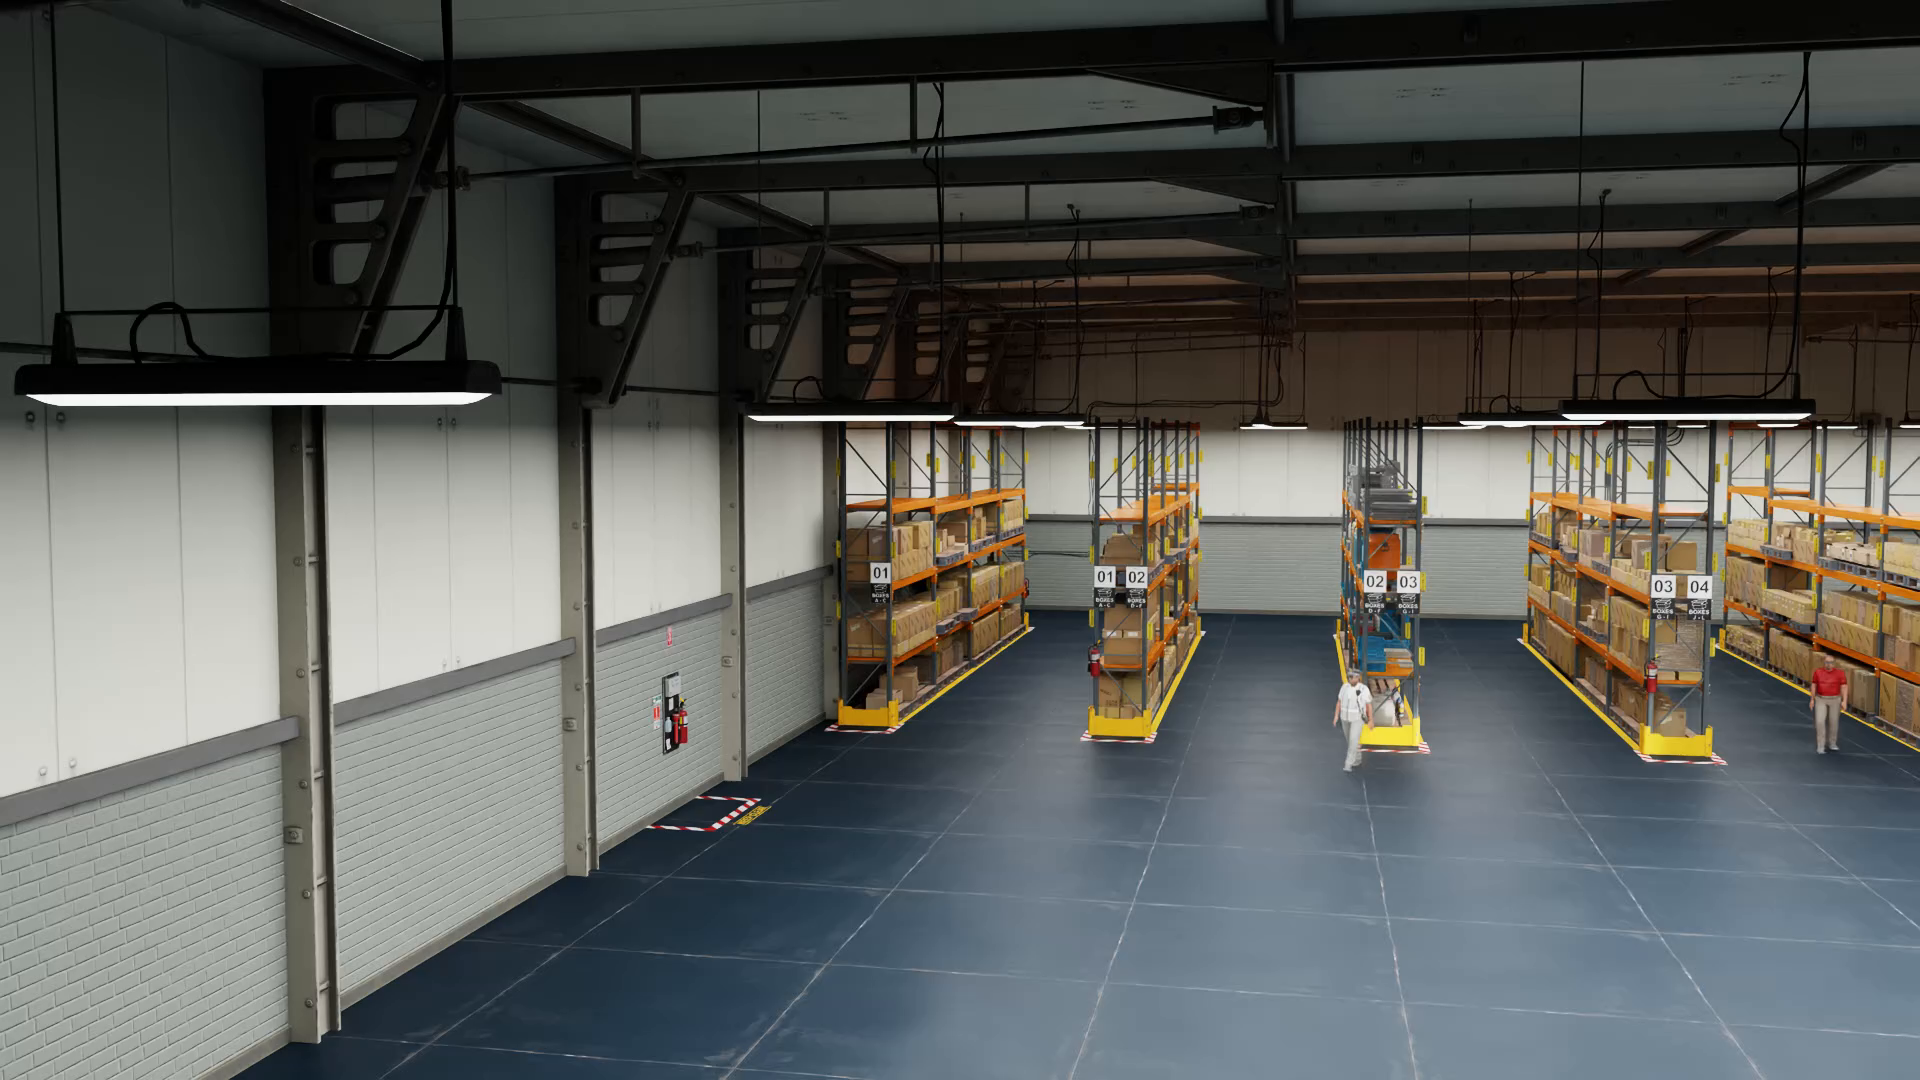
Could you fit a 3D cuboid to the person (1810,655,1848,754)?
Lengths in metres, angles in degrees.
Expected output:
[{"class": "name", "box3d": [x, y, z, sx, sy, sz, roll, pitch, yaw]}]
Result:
[{"class": "person", "box3d": [15.576, 2.938, 29.820, 0.602, 1.757, 0.625, 2, 4, 30]}]

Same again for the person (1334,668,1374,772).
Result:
[{"class": "person", "box3d": [6.604, 3.021, 28.121, 0.589, 1.711, 0.994, 4, 5, 45]}]

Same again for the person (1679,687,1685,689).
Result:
[{"class": "person", "box3d": [16.205, 2.432, 37.273, 0.617, 1.754, 0.731, 2, 4, 27]}]
